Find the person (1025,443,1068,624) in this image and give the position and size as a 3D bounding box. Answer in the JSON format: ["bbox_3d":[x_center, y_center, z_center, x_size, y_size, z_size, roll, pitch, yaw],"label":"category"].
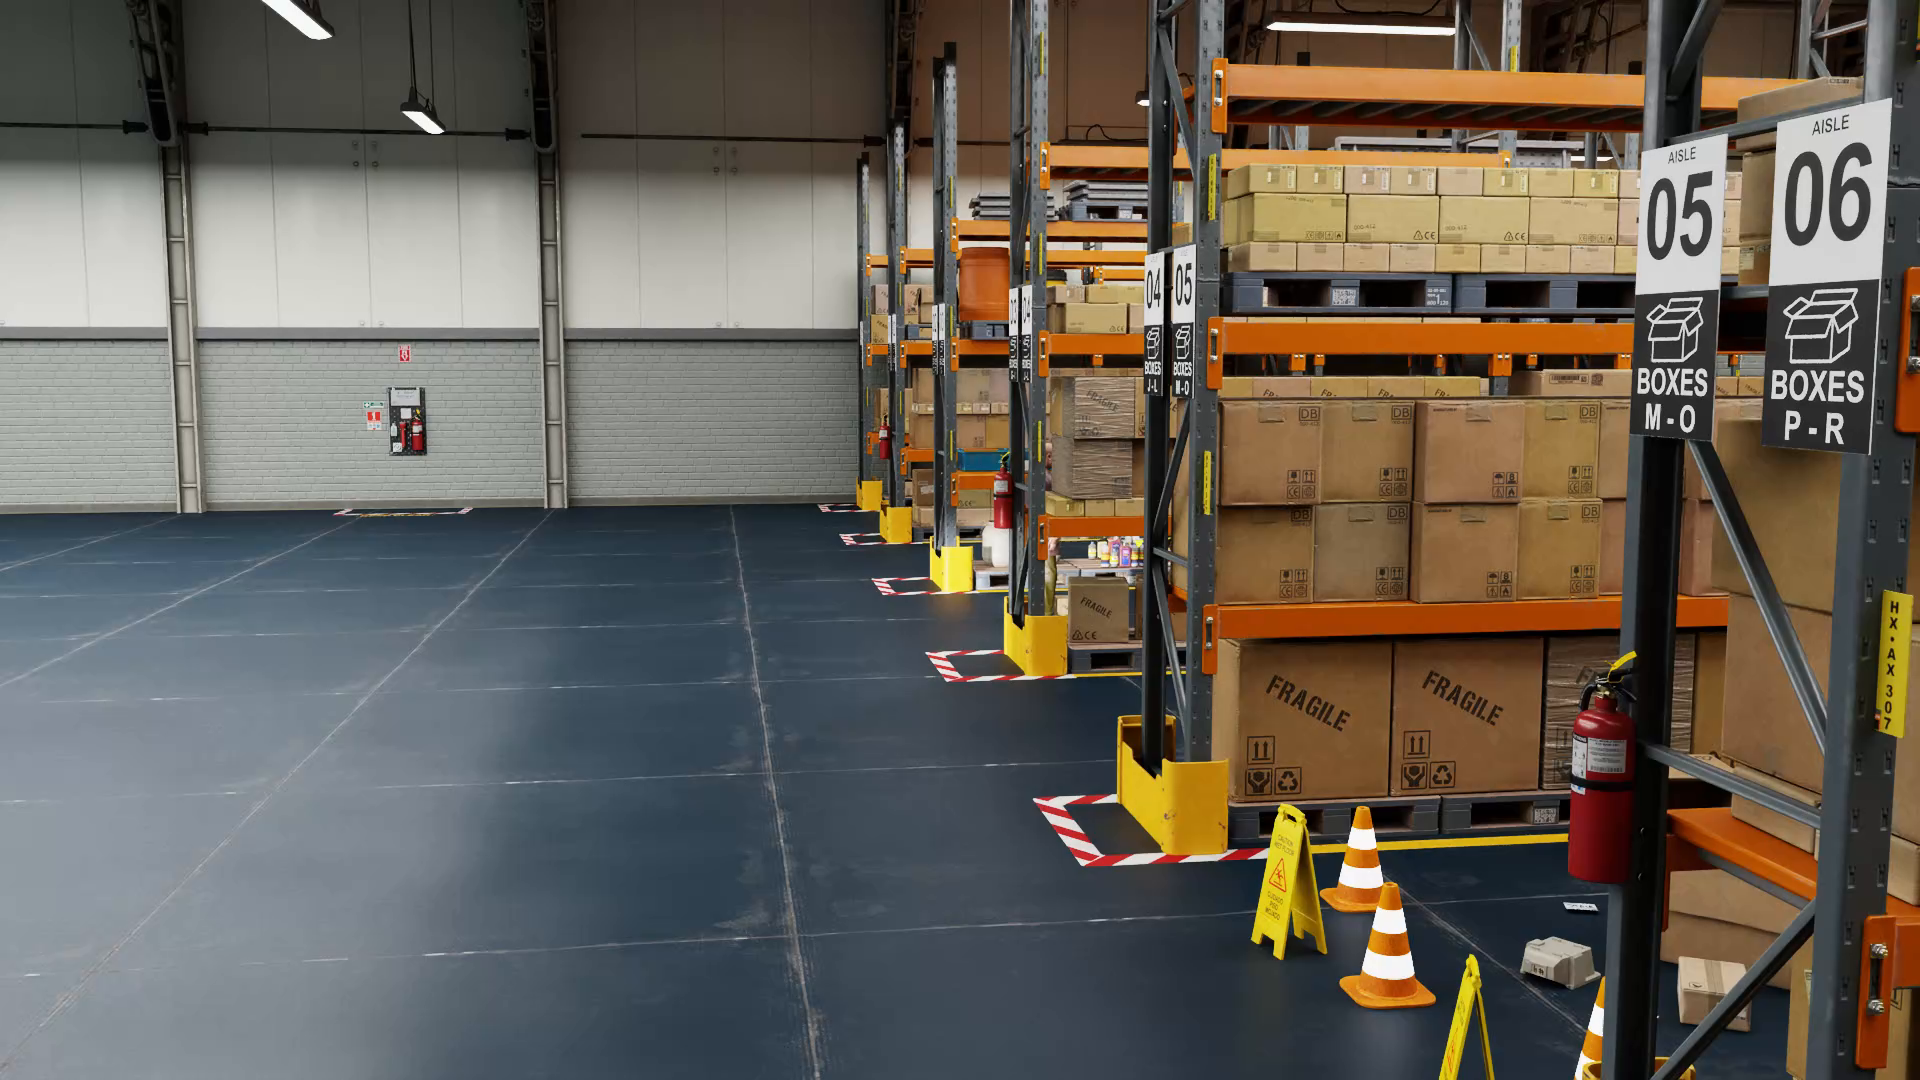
[{"bbox_3d":[0.821,-0.063,16.345,0.427,1.773,0.641,-1,6,-9],"label":"person"}]
